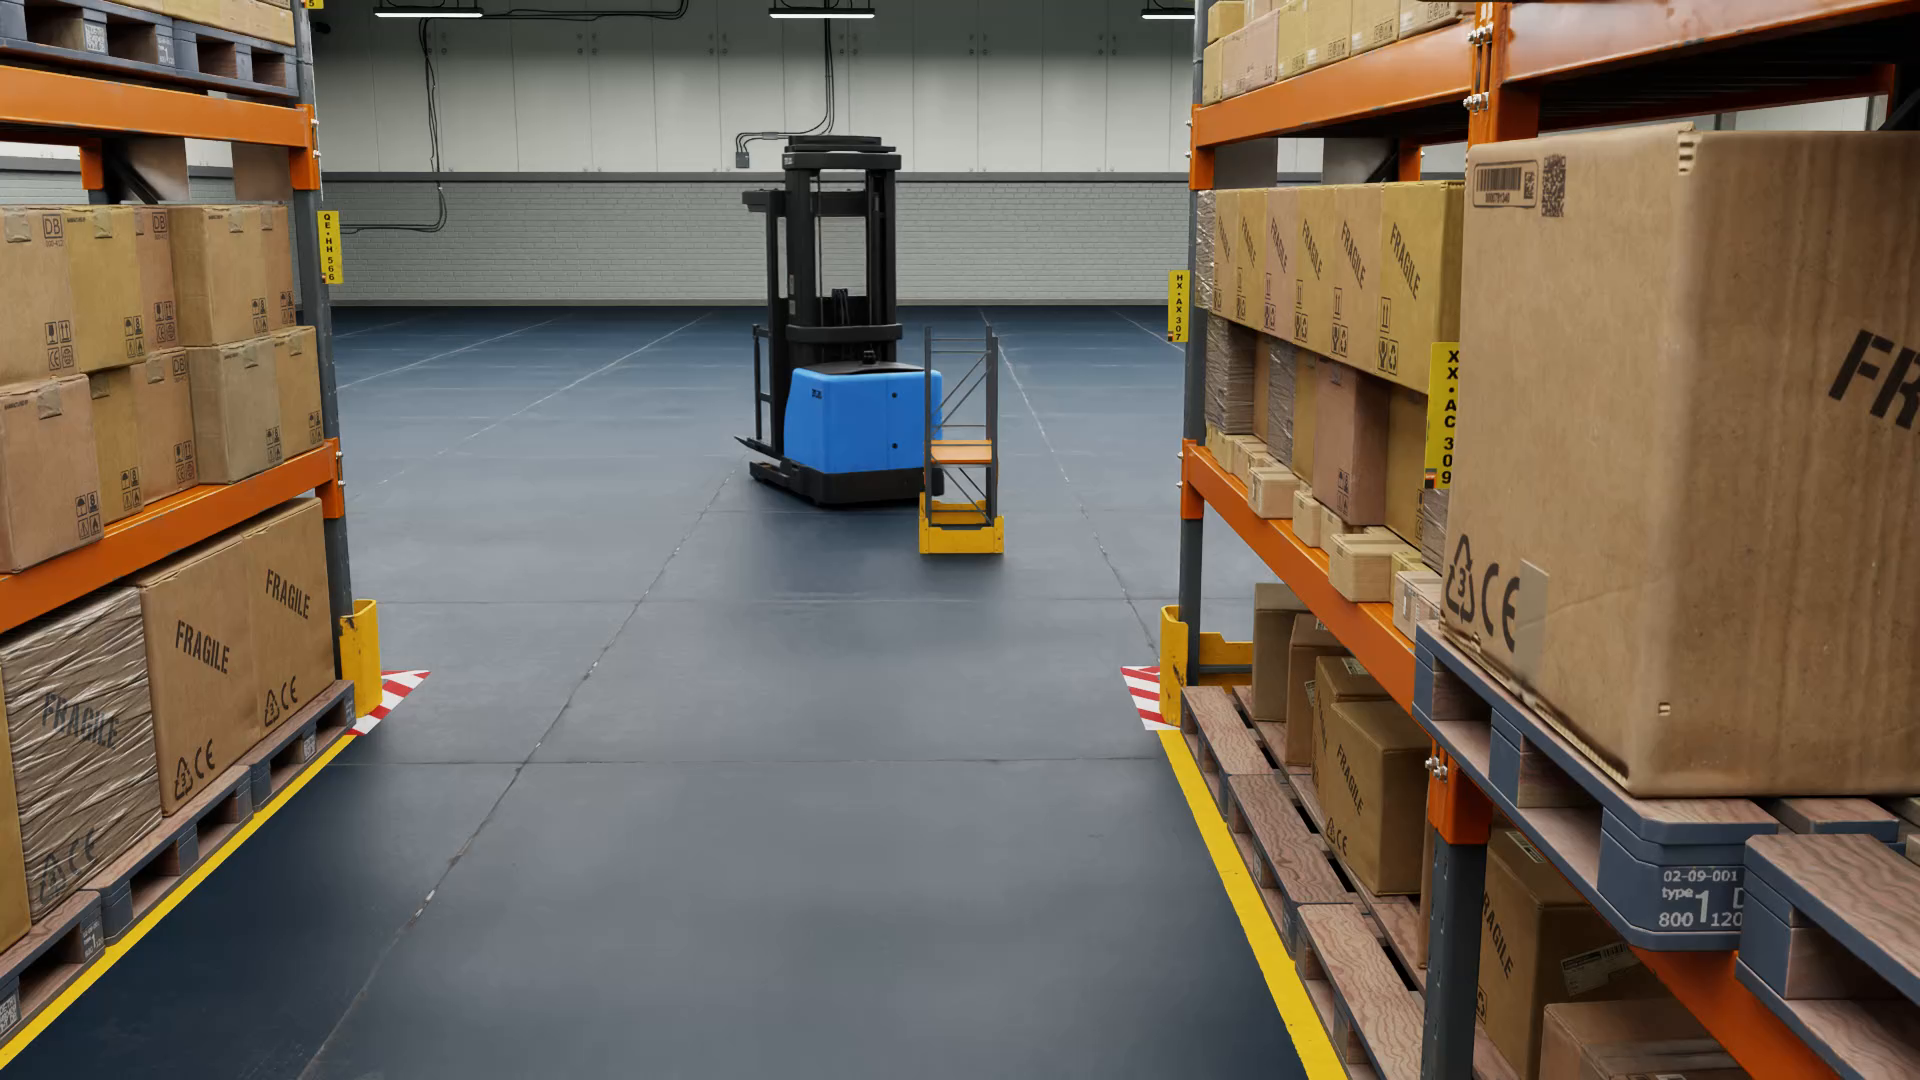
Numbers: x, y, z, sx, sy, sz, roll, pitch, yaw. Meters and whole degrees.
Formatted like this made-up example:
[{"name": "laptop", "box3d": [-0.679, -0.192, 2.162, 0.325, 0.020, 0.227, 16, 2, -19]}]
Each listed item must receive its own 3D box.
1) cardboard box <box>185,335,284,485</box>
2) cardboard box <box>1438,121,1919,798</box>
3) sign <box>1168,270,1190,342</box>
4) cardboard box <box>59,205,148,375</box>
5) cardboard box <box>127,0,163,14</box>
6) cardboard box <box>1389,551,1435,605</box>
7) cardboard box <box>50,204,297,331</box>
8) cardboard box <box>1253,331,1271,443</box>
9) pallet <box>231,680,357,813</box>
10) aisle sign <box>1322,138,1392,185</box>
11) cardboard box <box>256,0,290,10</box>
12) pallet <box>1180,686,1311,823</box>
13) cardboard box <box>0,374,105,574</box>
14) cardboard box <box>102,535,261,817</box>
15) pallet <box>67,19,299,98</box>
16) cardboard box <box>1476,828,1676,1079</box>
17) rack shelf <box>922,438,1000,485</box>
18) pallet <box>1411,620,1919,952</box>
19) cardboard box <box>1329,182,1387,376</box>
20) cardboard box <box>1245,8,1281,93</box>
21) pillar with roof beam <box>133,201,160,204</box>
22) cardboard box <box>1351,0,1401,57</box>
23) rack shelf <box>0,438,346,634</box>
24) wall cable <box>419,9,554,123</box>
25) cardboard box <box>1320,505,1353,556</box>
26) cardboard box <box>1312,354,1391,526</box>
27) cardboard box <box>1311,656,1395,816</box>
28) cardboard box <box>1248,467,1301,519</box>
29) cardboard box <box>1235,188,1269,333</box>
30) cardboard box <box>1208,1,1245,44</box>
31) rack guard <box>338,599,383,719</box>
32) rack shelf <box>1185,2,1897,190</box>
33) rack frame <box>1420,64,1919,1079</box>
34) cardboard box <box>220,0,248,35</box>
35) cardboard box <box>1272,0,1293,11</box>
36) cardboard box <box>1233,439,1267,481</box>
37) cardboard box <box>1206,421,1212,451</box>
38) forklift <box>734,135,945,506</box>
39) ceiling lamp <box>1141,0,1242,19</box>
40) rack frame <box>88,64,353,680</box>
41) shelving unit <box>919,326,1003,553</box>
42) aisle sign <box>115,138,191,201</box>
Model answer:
[{"name": "cardboard box", "box3d": [-3.327, -0.540, 6.798, 0.875, 0.550, 0.550, 0, 11, -1]}, {"name": "cardboard box", "box3d": [1.507, -0.195, 2.913, 1.000, 1.000, 1.000, 0, 11, -1]}, {"name": "sign", "box3d": [1.005, -1.071, 7.618, 0.100, 0.325, 0.005, 0, 11, -1]}, {"name": "cardboard box", "box3d": [-3.324, -0.852, 5.622, 0.875, 0.550, 0.500, 0, 11, -1]}, {"name": "cardboard box", "box3d": [-3.042, -1.933, 5.825, 0.380, 0.149, 0.250, 0, 11, -1]}, {"name": "cardboard box", "box3d": [1.391, 0.128, 4.517, 0.380, 0.149, 0.250, 0, 11, -1]}, {"name": "cardboard box", "box3d": [-3.444, -1.178, 7.227, 0.875, 0.550, 0.550, 0, 11, -1]}, {"name": "cardboard box", "box3d": [1.662, -0.636, 6.649, 0.875, 0.500, 0.500, 0, 11, -1]}, {"name": "pallet", "box3d": [-3.319, 0.876, 7.209, 1.003, 0.211, 1.213, 0, 11, -1]}, {"name": "aisle sign", "box3d": [1.846, -1.937, 7.523, 0.394, 0.787, 0.004, 0, 11, -1]}, {"name": "cardboard box", "box3d": [-3.124, -2.350, 6.875, 0.500, 0.250, 0.500, 0, 11, 0]}, {"name": "pallet", "box3d": [1.531, 0.894, 7.121, 1.003, 0.211, 1.213, 0, 11, -1]}, {"name": "cardboard box", "box3d": [-3.278, -0.218, 5.211, 0.875, 0.550, 0.550, 0, 11, -1]}, {"name": "cardboard box", "box3d": [-3.313, 0.496, 6.358, 0.875, 0.875, 0.875, 0, 11, -2]}, {"name": "pallet", "box3d": [-3.388, -1.928, 6.697, 1.003, 0.211, 1.213, 0, 11, -1]}, {"name": "cardboard box", "box3d": [1.662, 1.085, 4.395, 0.500, 0.500, 0.500, -1, 11, -3]}, {"name": "rack shelf", "box3d": [-0.002, -0.576, 12.029, 0.538, 0.185, 1.000, 0, 11, -1]}, {"name": "pallet", "box3d": [1.501, 0.392, 3.063, 1.003, 0.211, 1.213, 0, 11, -1]}, {"name": "cardboard box", "box3d": [1.334, -0.727, 4.582, 0.500, 0.500, 0.500, 0, 11, -1]}, {"name": "cardboard box", "box3d": [1.322, -1.748, 5.964, 0.500, 0.250, 0.500, 0, 11, -1]}, {"name": "pillar with roof beam", "box3d": [-10.401, -8.174, 29.716, 9.100, 9.000, 0.400, 0, 11, -1]}, {"name": "cardboard box", "box3d": [1.359, -1.444, 4.466, 0.500, 0.250, 0.500, 0, 11, 0]}, {"name": "rack shelf", "box3d": [-3.372, 0.101, 5.825, 1.077, 0.370, 4.000, 0, 11, -1]}, {"name": "wall cable", "box3d": [-10.864, -10.904, 38.283, 3.097, 2.526, 0.112, 0, 11, -1]}, {"name": "cardboard box", "box3d": [1.356, -0.021, 5.251, 0.380, 0.149, 0.250, 0, 11, -1]}, {"name": "cardboard box", "box3d": [1.597, -0.337, 5.177, 0.875, 0.500, 0.500, 0, 11, -1]}, {"name": "cardboard box", "box3d": [1.584, 0.737, 6.111, 0.500, 0.500, 0.500, 1, 11, 4]}, {"name": "cardboard box", "box3d": [1.249, -0.170, 5.984, 0.380, 0.149, 0.250, 0, 11, -1]}, {"name": "cardboard box", "box3d": [1.302, -1.025, 6.052, 0.500, 0.500, 0.500, 0, 11, -1]}, {"name": "cardboard box", "box3d": [1.231, -2.134, 6.862, 0.380, 0.149, 0.250, 0, 11, 0]}, {"name": "rack guard", "box3d": [-3.414, 0.571, 7.986, 1.175, 0.500, 0.348, 0, 11, -1]}, {"name": "rack shelf", "box3d": [1.589, -1.369, 5.529, 1.077, 0.370, 4.000, 0, 11, -1]}, {"name": "rack frame", "box3d": [1.627, 0.146, 3.796, 0.949, 2.616, 0.053, 0, 11, -1]}, {"name": "cardboard box", "box3d": [-3.057, -2.085, 6.571, 0.380, 0.149, 0.250, 0, 11, 0]}, {"name": "cardboard box", "box3d": [1.315, -1.927, 5.842, 0.380, 0.149, 0.250, -1, 11, -4]}, {"name": "cardboard box", "box3d": [1.317, -0.319, 6.721, 0.380, 0.149, 0.250, 0, 11, -1]}, {"name": "cardboard box", "box3d": [1.315, -0.468, 7.456, 0.380, 0.149, 0.250, 0, 11, -1]}, {"name": "forklift", "box3d": [-1.204, -1.960, 14.350, 1.130, 2.935, 3.031, -5, 13, -24]}, {"name": "ceiling lamp", "box3d": [4.446, -11.520, 31.530, 2.000, 3.185, 0.800, 0, 11, -1]}, {"name": "rack frame", "box3d": [-3.413, -0.649, 7.714, 1.000, 3.000, 0.127, 0, 11, -1]}, {"name": "shelving unit", "box3d": [-0.002, -0.750, 11.985, 0.587, 1.500, 1.083, 0, 11, -1]}, {"name": "aisle sign", "box3d": [-3.715, -1.936, 7.519, 0.394, 0.787, 0.004, 0, 11, -1]}]
